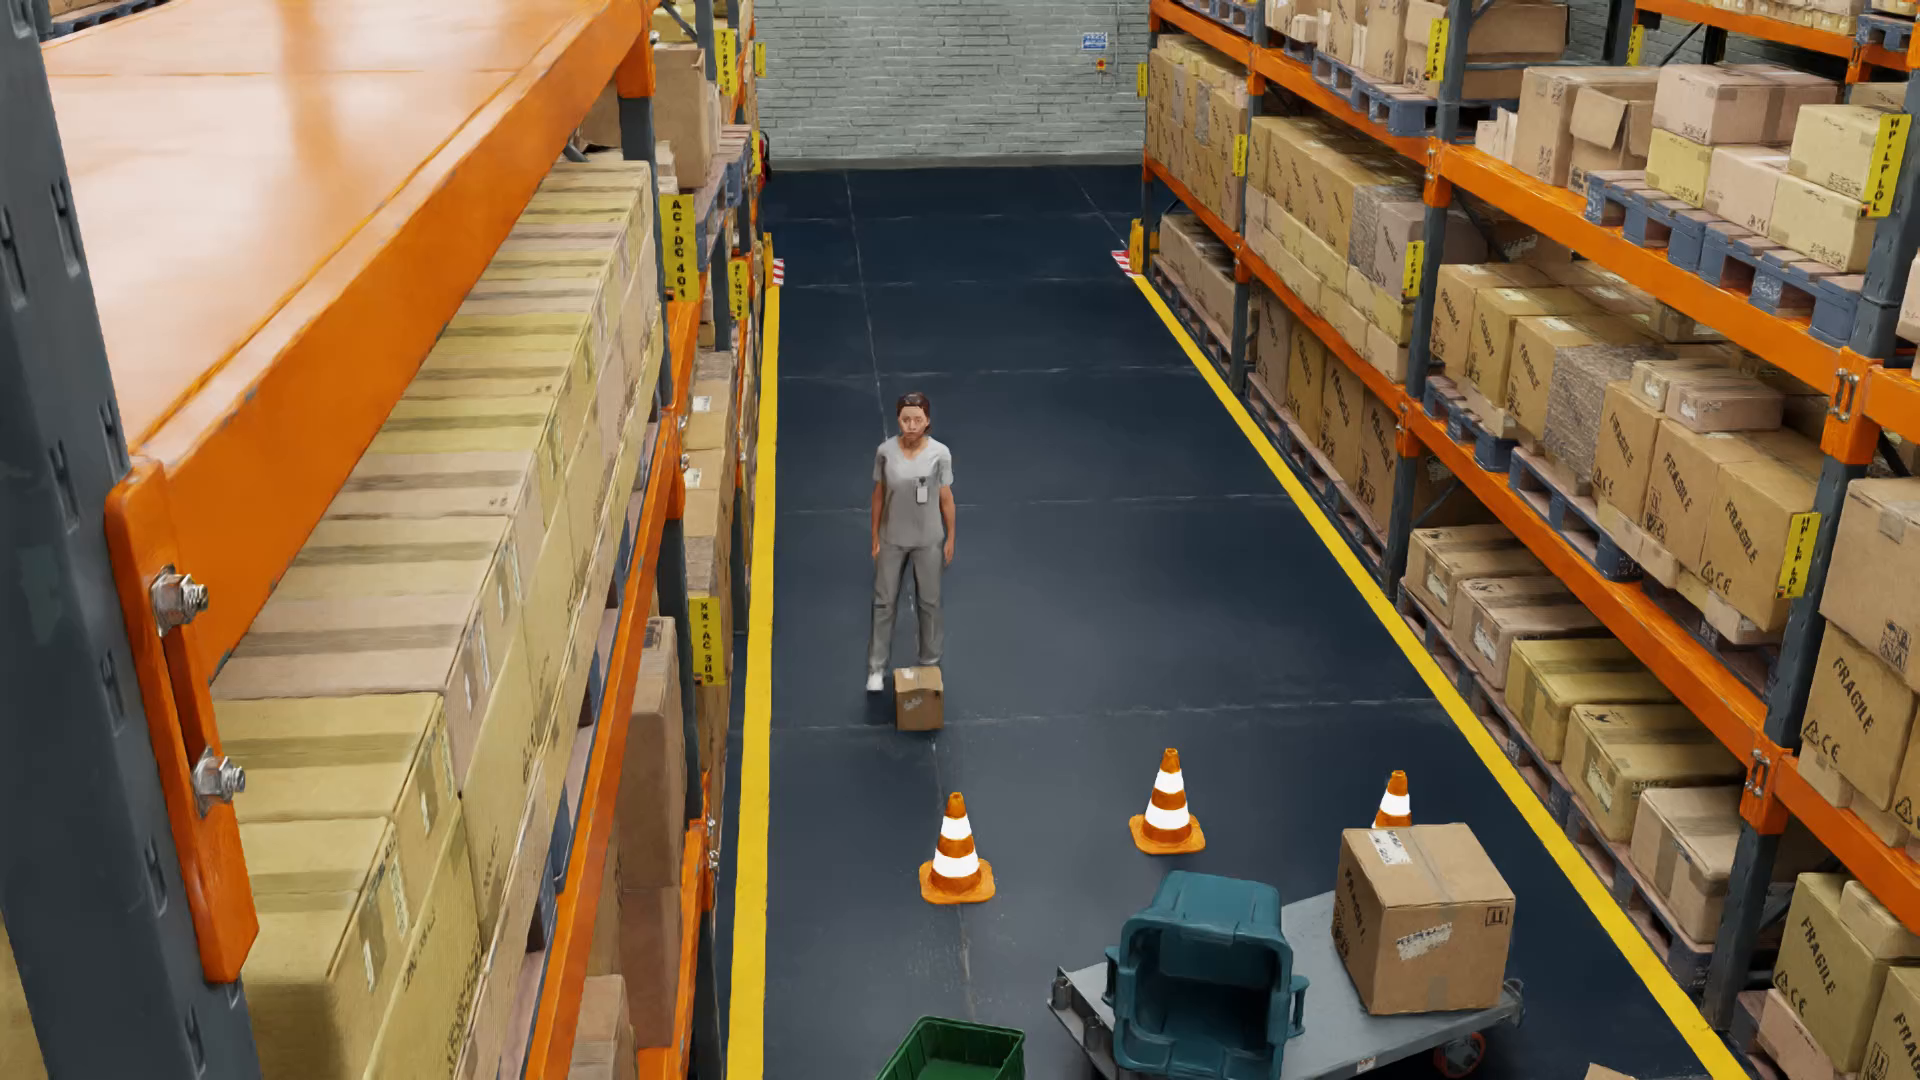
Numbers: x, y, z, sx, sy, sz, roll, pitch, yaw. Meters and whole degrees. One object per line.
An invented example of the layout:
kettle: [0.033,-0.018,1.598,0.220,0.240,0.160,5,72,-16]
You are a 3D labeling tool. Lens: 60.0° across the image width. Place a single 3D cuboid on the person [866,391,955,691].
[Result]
person: [-0.281,0.010,9.064,0.498,1.670,0.464,3,24,6]
